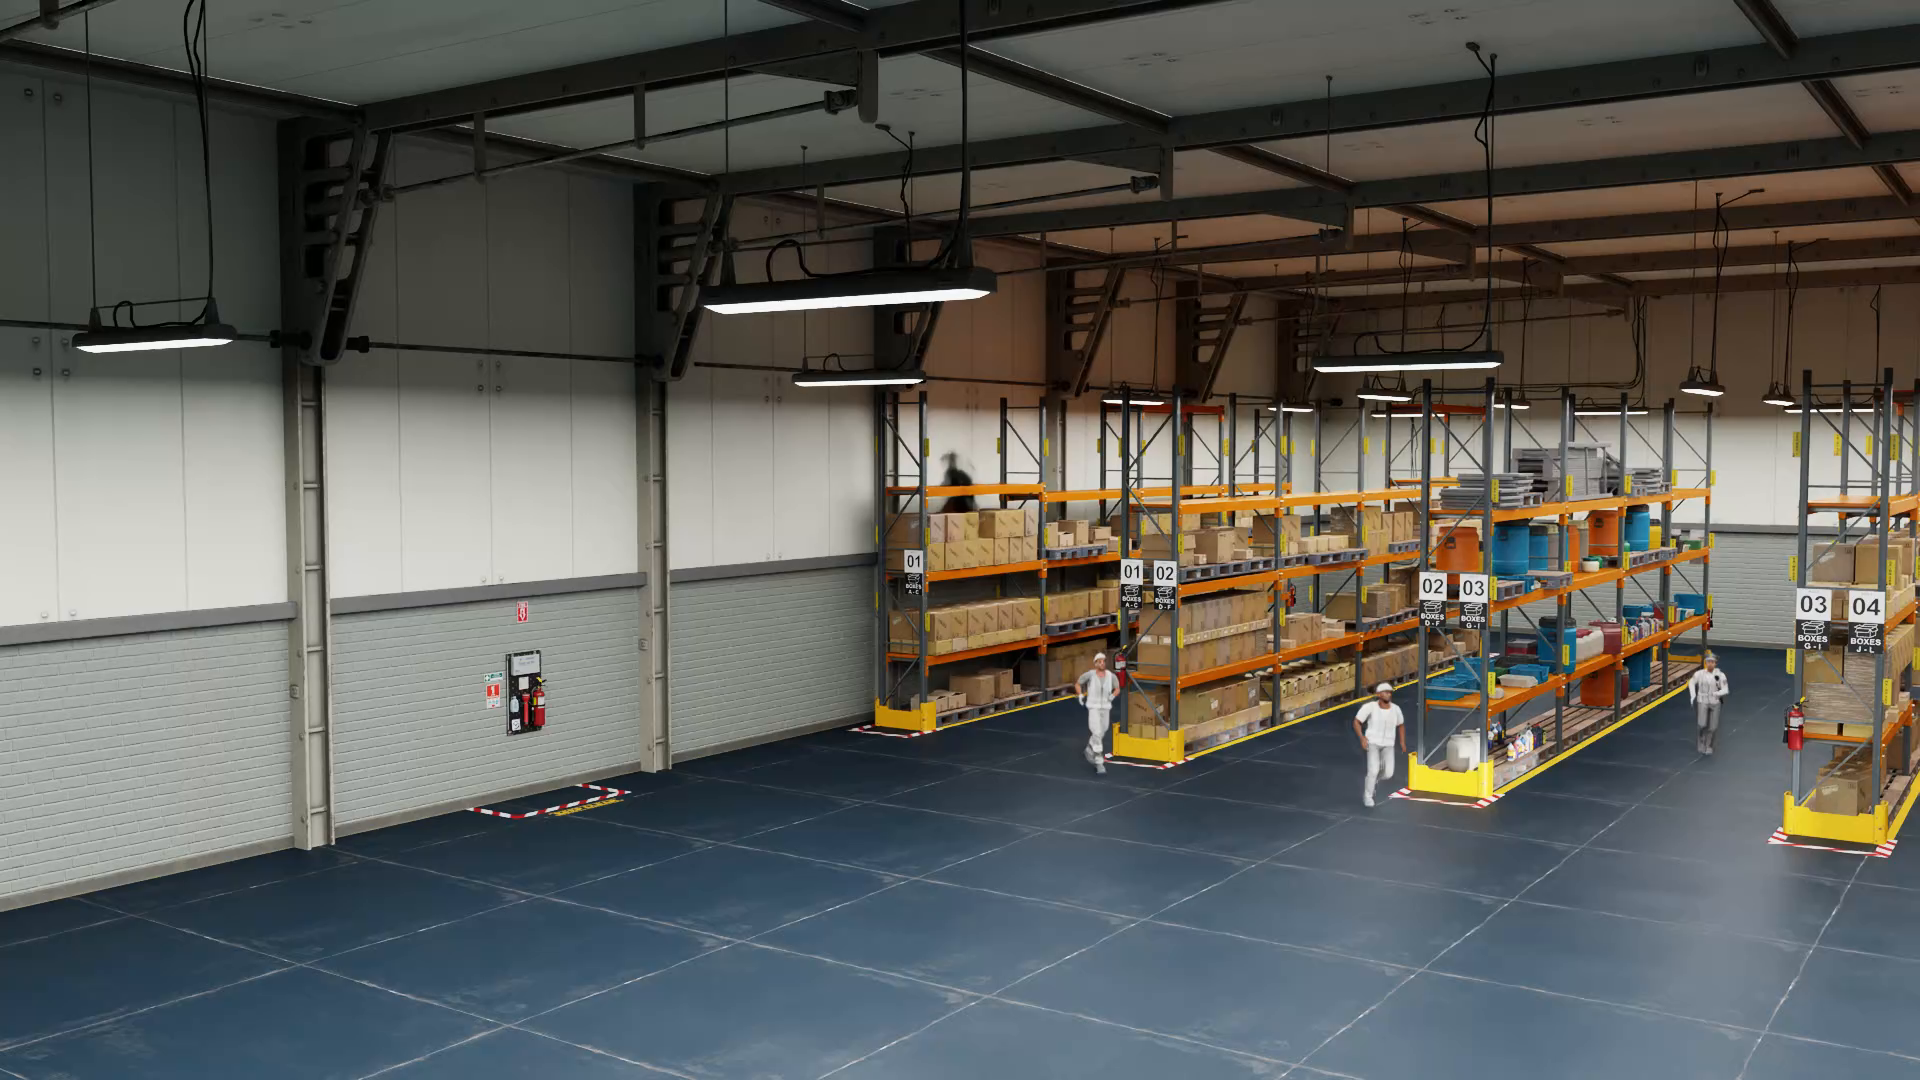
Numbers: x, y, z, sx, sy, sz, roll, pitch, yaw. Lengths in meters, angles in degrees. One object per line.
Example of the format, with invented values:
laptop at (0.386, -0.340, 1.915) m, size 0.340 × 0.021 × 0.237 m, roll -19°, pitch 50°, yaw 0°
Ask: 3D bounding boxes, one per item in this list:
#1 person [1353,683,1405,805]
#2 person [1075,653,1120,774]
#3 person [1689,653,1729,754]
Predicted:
person at (5.909, 2.859, 23.360) m, size 0.756 × 1.696 × 0.548 m, roll 0°, pitch 3°, yaw -5°
person at (2.178, 2.671, 25.916) m, size 0.704 × 1.832 × 0.867 m, roll -1°, pitch 3°, yaw -14°
person at (12.124, 2.660, 26.944) m, size 0.587 × 1.660 × 0.624 m, roll 1°, pitch 3°, yaw 23°
